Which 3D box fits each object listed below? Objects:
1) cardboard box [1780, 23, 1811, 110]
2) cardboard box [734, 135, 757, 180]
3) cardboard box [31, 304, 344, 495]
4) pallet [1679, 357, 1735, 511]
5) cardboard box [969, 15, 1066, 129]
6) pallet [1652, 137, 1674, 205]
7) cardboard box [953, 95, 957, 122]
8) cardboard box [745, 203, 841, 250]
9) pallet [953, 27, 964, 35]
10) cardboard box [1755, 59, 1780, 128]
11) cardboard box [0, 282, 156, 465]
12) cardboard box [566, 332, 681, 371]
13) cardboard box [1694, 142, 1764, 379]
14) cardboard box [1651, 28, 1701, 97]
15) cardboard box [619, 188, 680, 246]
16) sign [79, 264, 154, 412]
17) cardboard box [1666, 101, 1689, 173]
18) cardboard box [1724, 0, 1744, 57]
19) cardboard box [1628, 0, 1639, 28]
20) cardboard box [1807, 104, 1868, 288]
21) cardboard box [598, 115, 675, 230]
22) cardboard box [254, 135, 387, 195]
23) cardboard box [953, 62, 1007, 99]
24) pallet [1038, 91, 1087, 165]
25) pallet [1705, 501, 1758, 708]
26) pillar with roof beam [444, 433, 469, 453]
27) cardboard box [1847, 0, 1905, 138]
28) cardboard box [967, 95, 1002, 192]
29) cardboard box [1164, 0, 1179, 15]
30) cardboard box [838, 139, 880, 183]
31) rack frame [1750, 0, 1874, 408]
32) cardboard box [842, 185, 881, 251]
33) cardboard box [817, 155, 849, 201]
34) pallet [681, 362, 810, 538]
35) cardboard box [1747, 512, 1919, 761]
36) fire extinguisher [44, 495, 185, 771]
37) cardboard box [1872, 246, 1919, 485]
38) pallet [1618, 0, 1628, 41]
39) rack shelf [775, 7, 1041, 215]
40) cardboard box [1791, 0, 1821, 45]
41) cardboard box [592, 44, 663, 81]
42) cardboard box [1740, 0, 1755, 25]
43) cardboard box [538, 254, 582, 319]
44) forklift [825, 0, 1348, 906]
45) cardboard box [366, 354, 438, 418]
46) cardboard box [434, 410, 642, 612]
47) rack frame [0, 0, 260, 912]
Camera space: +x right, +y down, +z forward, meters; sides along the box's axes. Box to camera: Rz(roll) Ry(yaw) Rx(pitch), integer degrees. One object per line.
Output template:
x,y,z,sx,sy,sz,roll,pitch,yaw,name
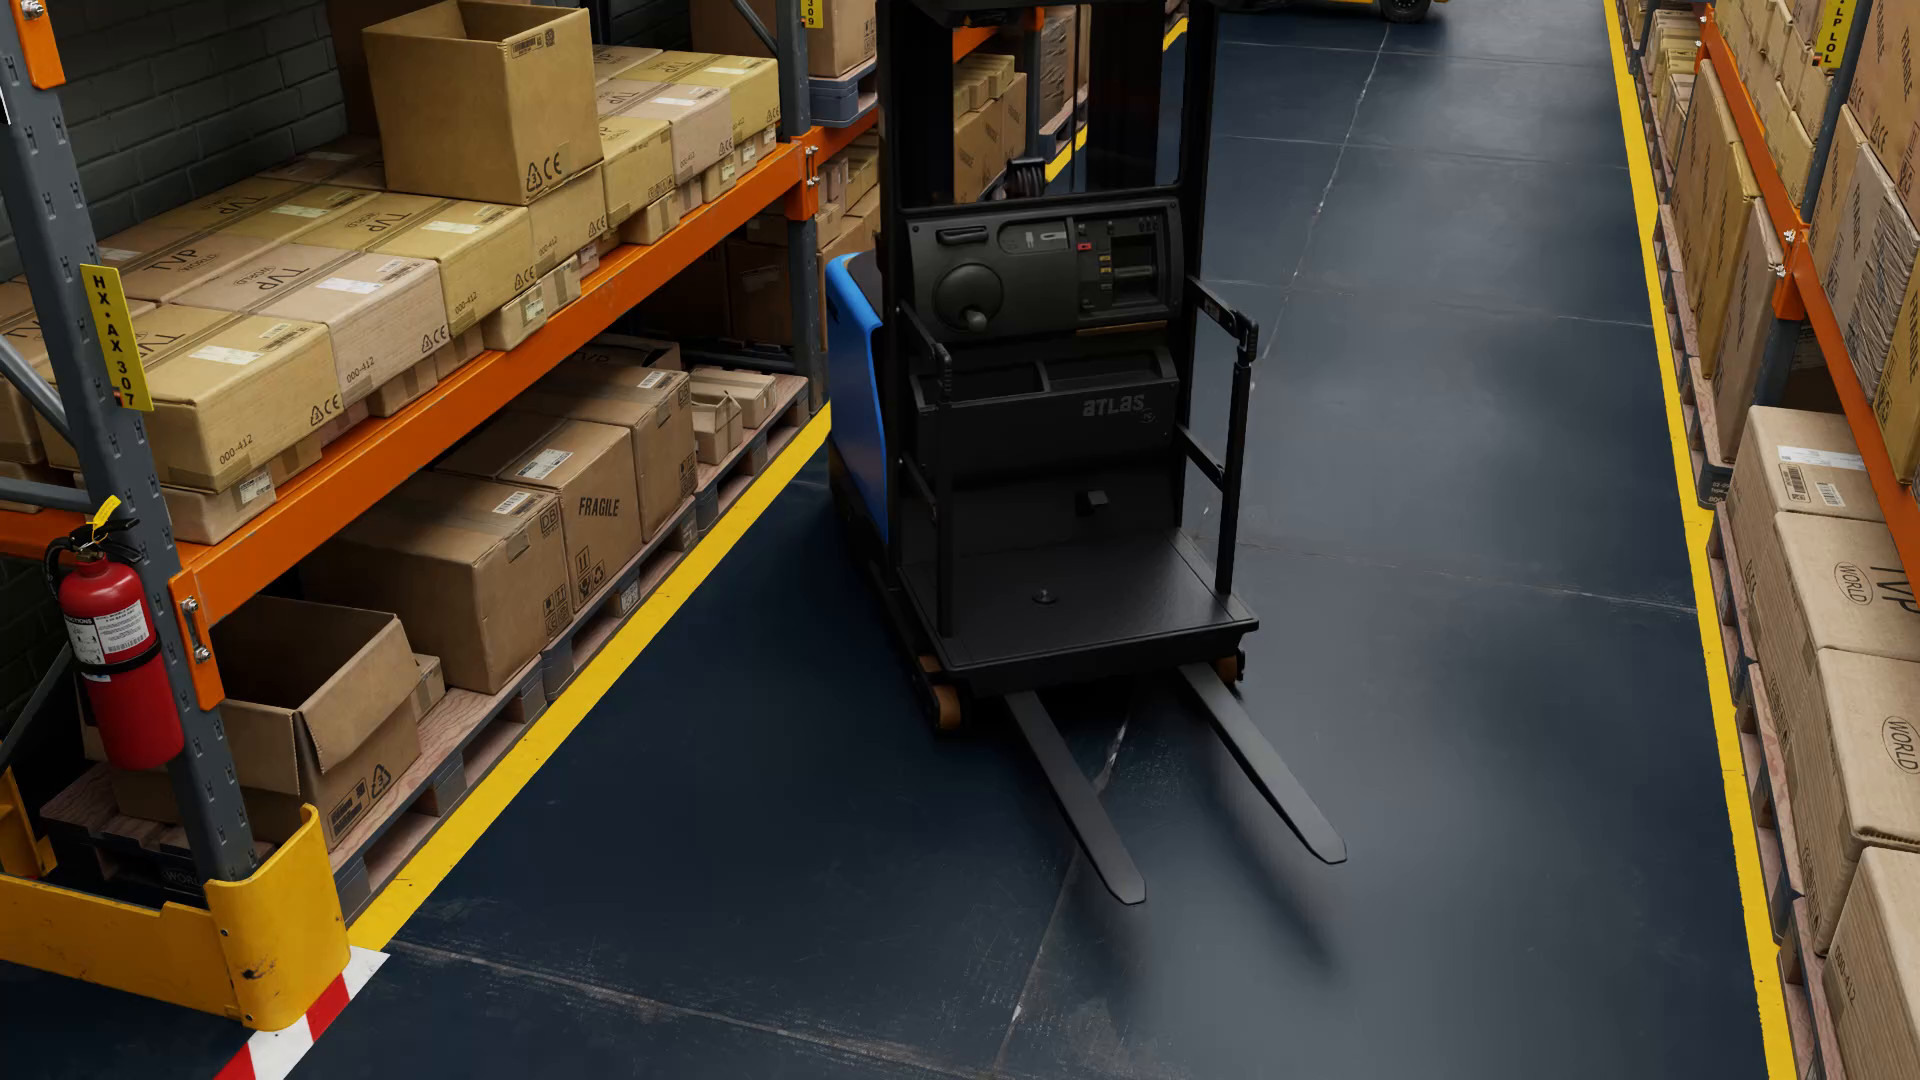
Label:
3.640,-1.905,6.730,0.500,0.250,0.500,9,30,16,cardboard box
-1.051,-1.568,6.741,0.380,0.149,0.250,9,30,16,cardboard box
-1.926,-0.364,4.167,0.500,0.250,0.500,9,30,15,cardboard box
3.757,-0.430,7.306,1.003,0.211,1.213,8,30,15,pallet
0.227,-3.279,11.569,0.875,0.625,0.625,9,30,16,cardboard box
5.008,-2.283,10.636,1.003,0.211,1.213,8,30,15,pallet
-0.235,-2.474,9.585,0.380,0.149,0.250,8,30,14,cardboard box
-0.783,-1.489,7.814,0.380,0.149,0.250,10,31,17,cardboard box
-0.535,-2.857,8.997,1.003,0.211,1.213,8,30,15,pallet
3.811,-1.927,7.282,0.500,0.250,0.500,8,30,14,cardboard box
-2.436,-0.443,4.310,0.500,0.250,0.500,9,30,16,cardboard box
-1.563,-0.721,7.295,0.500,0.311,0.500,10,30,17,cardboard box
3.966,-1.255,7.674,0.875,0.875,0.875,9,30,16,cardboard box
5.592,-3.454,12.144,0.950,0.372,0.625,10,31,18,cardboard box
-1.255,-1.203,6.085,0.380,0.149,0.250,8,30,14,cardboard box
-1.798,-0.428,3.544,0.100,0.325,0.005,8,30,15,sign
4.953,-2.435,10.312,0.950,0.372,0.625,6,30,11,cardboard box
4.259,-2.640,8.565,0.500,0.250,0.500,8,30,13,cardboard box
6.015,-4.541,14.224,0.500,0.250,0.500,8,30,14,cardboard box
3.215,-1.143,5.615,0.500,0.500,0.500,9,30,17,cardboard box
-1.351,-1.314,5.875,0.500,0.250,0.500,8,30,15,cardboard box
-1.980,-1.155,5.589,0.500,0.250,0.500,8,30,15,cardboard box
0.078,-2.823,10.211,0.380,0.149,0.250,7,30,12,cardboard box
0.310,-3.003,11.932,1.003,0.211,1.213,8,30,15,pallet
3.305,0.281,6.027,1.003,0.211,1.213,8,30,15,pallet
1.906,-3.798,4.322,9.100,9.000,0.400,8,30,15,pillar with roof beam
3.232,-1.573,5.361,0.500,0.500,0.500,9,30,15,cardboard box
-0.045,-2.478,10.258,0.500,0.500,0.500,8,30,14,cardboard box
1.664,-4.863,14.803,0.500,0.250,0.500,9,30,15,cardboard box
-0.535,-1.990,8.714,0.380,0.149,0.250,8,30,15,cardboard box
3.603,-1.280,5.965,1.000,3.000,0.127,8,30,15,rack frame
-0.639,-1.519,8.534,0.500,0.500,0.500,8,30,14,cardboard box
-0.753,-1.747,7.971,0.380,0.149,0.250,7,30,12,cardboard box
-1.346,-0.448,7.339,1.003,0.211,1.213,8,30,15,pallet
3.054,0.349,5.240,0.875,0.438,0.875,8,30,13,cardboard box
-1.919,0.204,3.761,0.296,0.674,0.183,8,30,15,fire extinguisher
2.760,-0.440,4.352,0.500,0.500,0.500,9,30,16,cardboard box
6.471,-4.665,14.918,1.003,0.211,1.213,8,30,15,pallet
-0.556,-2.601,9.080,1.077,0.370,4.000,8,30,15,rack shelf
3.639,-2.245,6.569,0.500,0.500,0.500,9,30,16,cardboard box
-1.547,-1.859,6.854,0.500,0.250,0.500,8,30,14,cardboard box
4.081,-2.621,8.016,0.500,0.250,0.500,8,30,15,cardboard box
-1.475,-0.848,5.447,0.380,0.149,0.250,9,30,16,cardboard box
0.350,-0.848,5.260,1.130,2.935,3.031,-8,30,-14,forklift
-1.751,-0.492,4.807,0.380,0.149,0.250,9,30,16,cardboard box
-1.508,-0.112,6.005,0.500,0.500,0.500,9,30,16,cardboard box
-2.317,-0.127,3.893,1.000,3.000,0.127,8,30,15,rack frame
